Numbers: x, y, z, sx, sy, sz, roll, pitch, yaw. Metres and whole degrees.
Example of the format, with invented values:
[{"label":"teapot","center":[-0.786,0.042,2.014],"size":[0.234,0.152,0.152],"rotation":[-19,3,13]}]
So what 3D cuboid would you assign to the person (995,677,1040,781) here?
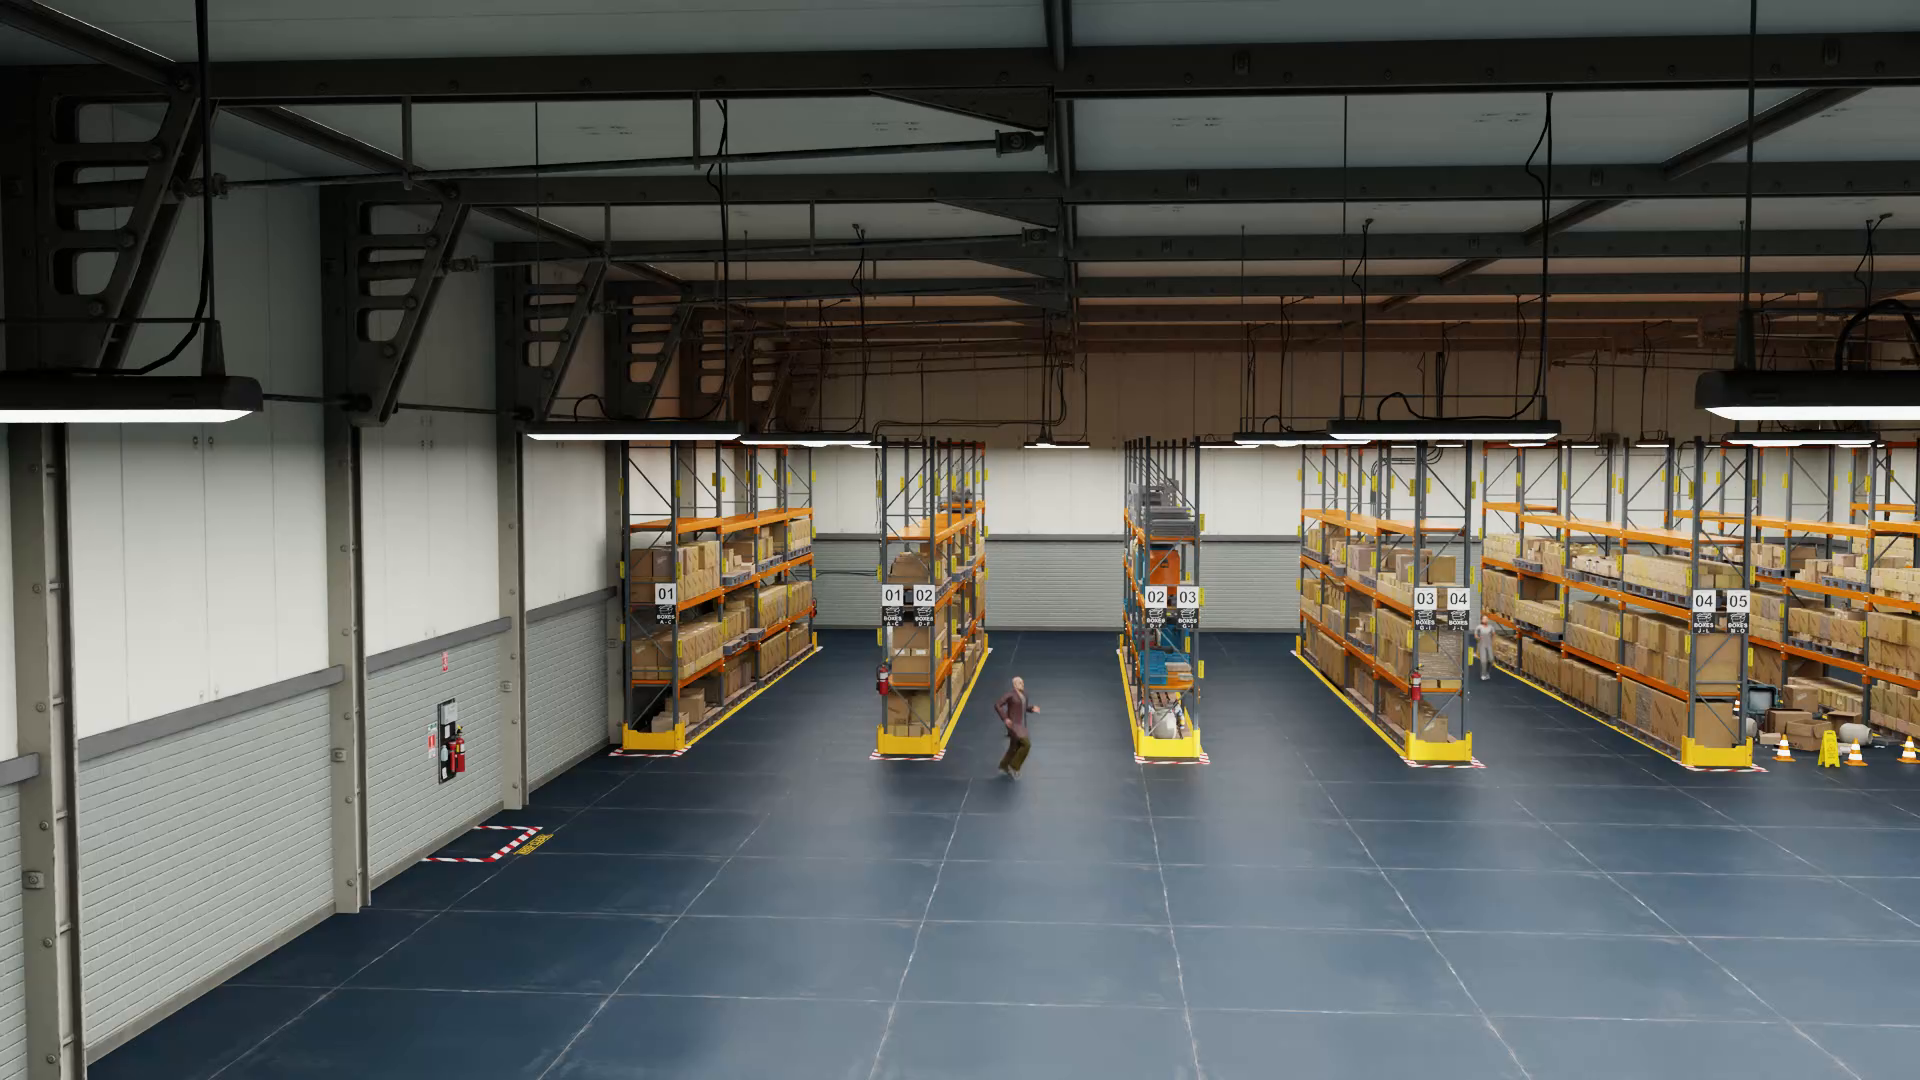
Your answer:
[{"label":"person","center":[1.021,3.298,29.059],"size":[0.787,1.821,0.670],"rotation":[2,4,30]}]

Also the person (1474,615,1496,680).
[{"label":"person","center":[13.099,2.677,41.415],"size":[0.552,1.630,0.577],"rotation":[0,3,6]}]

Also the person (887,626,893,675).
[{"label":"person","center":[-1.668,2.706,41.250],"size":[0.607,1.650,0.779],"rotation":[0,3,-5]}]
